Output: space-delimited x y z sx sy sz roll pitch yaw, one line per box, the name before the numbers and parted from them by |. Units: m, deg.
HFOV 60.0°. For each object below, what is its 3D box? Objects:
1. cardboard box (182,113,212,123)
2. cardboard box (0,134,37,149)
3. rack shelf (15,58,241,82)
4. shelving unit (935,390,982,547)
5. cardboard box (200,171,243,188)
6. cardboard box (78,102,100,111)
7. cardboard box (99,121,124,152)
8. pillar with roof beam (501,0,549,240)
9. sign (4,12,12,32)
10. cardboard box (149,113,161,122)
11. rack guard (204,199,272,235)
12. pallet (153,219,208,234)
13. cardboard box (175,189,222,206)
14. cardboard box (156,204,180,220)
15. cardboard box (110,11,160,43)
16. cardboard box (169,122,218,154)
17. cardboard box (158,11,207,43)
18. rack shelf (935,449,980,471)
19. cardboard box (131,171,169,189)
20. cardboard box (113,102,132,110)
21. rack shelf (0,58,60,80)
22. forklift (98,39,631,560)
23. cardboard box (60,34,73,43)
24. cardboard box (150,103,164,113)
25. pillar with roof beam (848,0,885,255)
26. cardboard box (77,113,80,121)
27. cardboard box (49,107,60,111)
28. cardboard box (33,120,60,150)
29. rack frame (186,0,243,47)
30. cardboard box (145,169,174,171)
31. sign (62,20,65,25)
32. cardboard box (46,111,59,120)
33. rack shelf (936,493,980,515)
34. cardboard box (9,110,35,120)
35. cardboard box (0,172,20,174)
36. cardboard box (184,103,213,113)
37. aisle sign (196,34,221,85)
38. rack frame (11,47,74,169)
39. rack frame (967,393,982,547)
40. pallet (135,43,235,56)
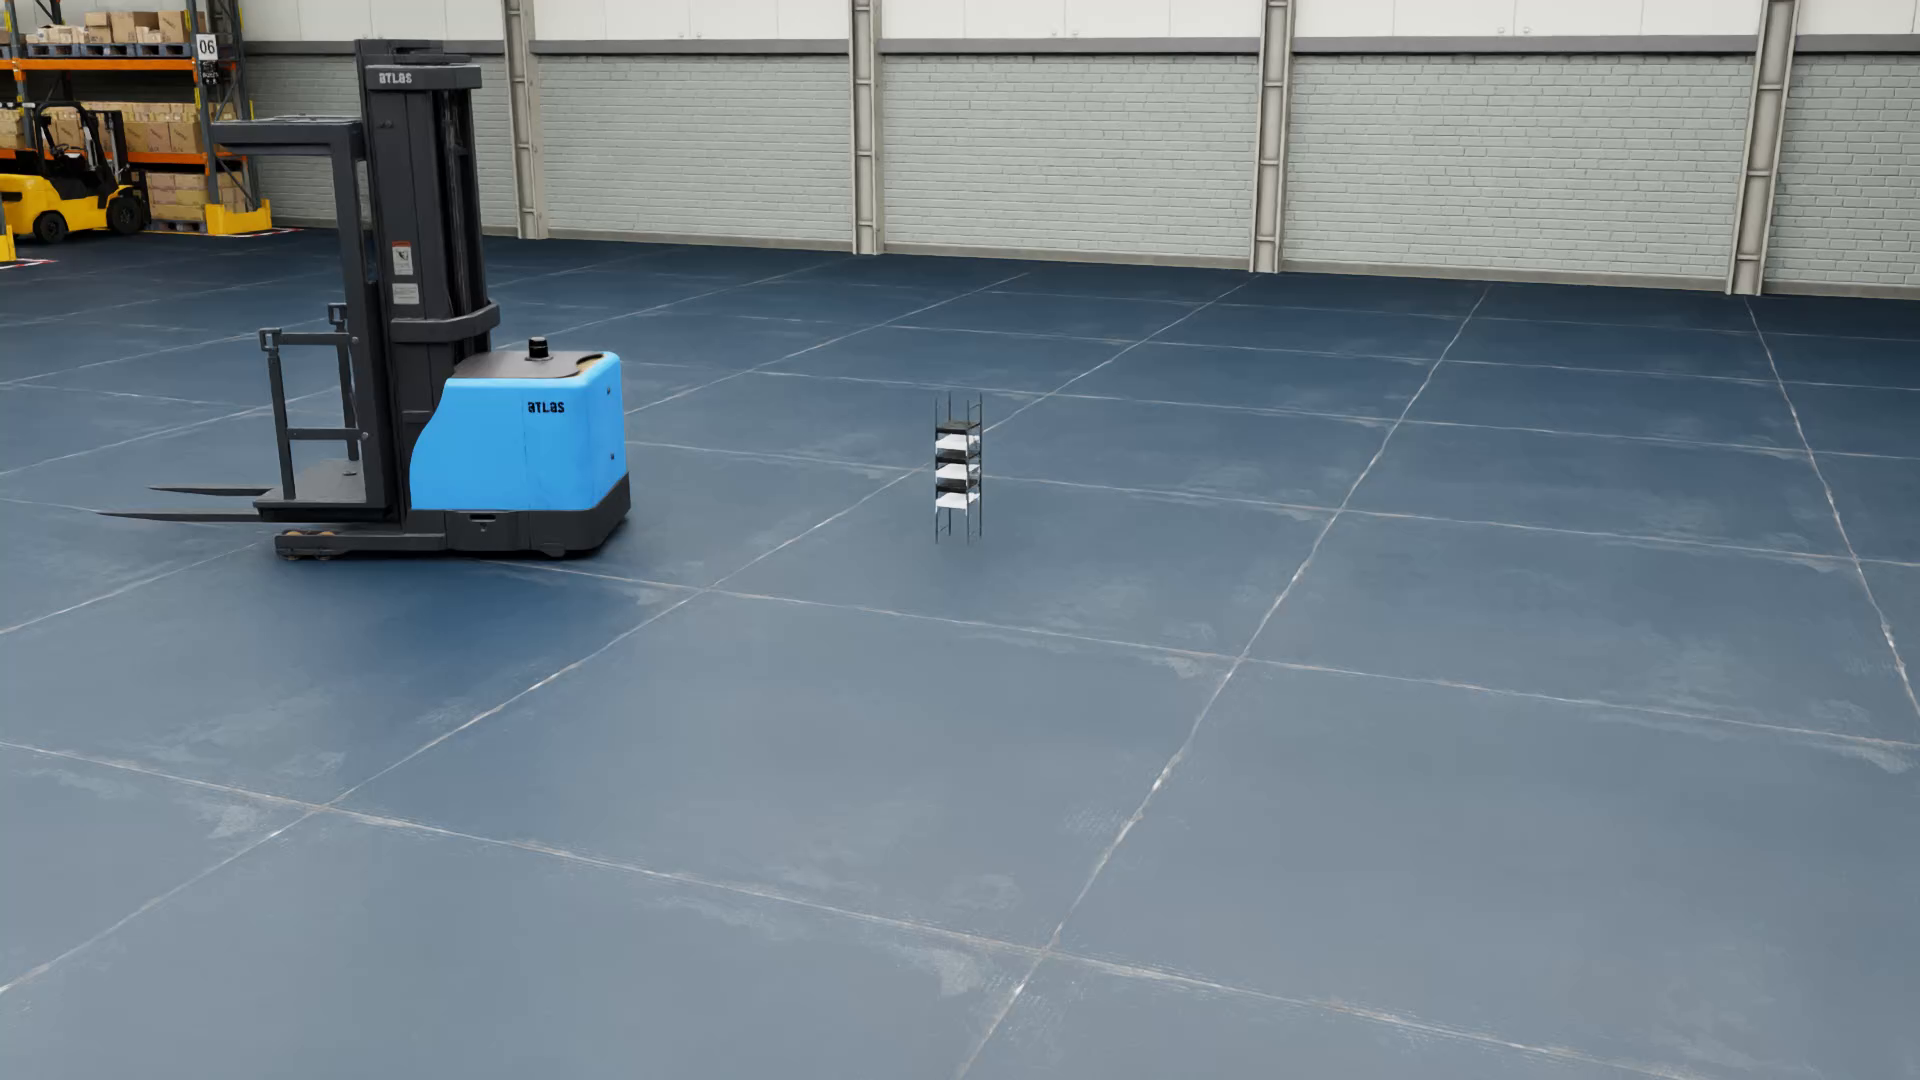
cardboard box | -12.644 -6.998 27.555 0.250 0.149 0.380 7 17 21
cardboard box | -16.504 -6.996 29.162 0.500 0.250 0.500 7 17 22
rack shelf | -14.079 -7.975 28.174 4.000 0.370 1.077 6 17 21
shelving unit | -0.008 -0.433 10.051 0.210 0.900 0.258 6 17 21
cardboard box | -12.596 -6.135 28.311 0.500 0.250 0.500 6 17 20
cardboard box | -14.782 -7.378 28.331 0.250 0.149 0.380 6 17 20
cardboard box | -14.200 -6.862 28.251 0.500 0.500 0.500 6 17 21
pillar with roof beam | -8.534 -8.131 22.041 0.400 9.000 9.100 6 17 21
sign | -16.130 -8.783 28.174 0.005 0.325 0.100 6 17 21
cardboard box | -13.338 -7.087 27.862 0.250 0.149 0.380 6 17 20
rack guard | -12.196 -5.472 28.127 0.348 0.500 1.175 6 17 21
pallet | -12.945 -5.404 28.408 1.213 0.211 1.003 6 17 21
cardboard box | -12.786 -5.765 27.935 0.500 0.250 0.500 6 17 20
cardboard box | -13.231 -5.576 28.179 0.500 0.250 0.500 6 17 21
cardboard box | -13.636 -8.526 27.671 0.500 0.500 0.700 6 17 21
cardboard box | -12.773 -6.706 27.712 0.500 0.500 0.500 6 17 19
cardboard box | -12.720 -8.396 27.221 0.500 0.500 0.500 7 18 22
rack shelf | -0.008 -0.487 10.035 0.200 0.077 0.258 6 17 21
cardboard box | -13.712 -6.103 28.200 0.500 0.250 0.500 7 17 21
cardboard box | -14.058 -7.315 28.115 0.250 0.149 0.380 7 17 21
rack shelf | -17.800 -8.384 29.584 4.000 0.370 1.077 6 17 21
forklift | -3.629 -1.435 9.860 3.031 2.935 1.130 0 16 1
cardboard box | -14.919 -8.451 28.041 0.250 0.149 0.380 7 18 22
cardboard box | -13.328 -7.241 27.861 0.250 0.149 0.380 6 17 21
pillar with roof beam | -2.952 -7.517 19.927 0.400 9.000 9.100 6 17 21
cardboard box | -14.800 -7.226 28.341 0.250 0.149 0.380 6 17 20
cardboard box | -15.469 -7.479 28.678 0.250 0.149 0.380 7 17 21
cardboard box | -15.623 -7.019 28.793 0.500 0.500 0.500 6 17 19
rack frame | -12.219 -9.556 26.951 0.127 3.000 1.000 6 17 21
cardboard box | -13.998 -6.293 28.857 0.500 0.250 0.500 6 17 20
sign | -15.737 -8.955 29.192 0.005 0.325 0.100 6 17 21
cardboard box | -15.498 -7.317 28.655 0.250 0.149 0.380 7 17 22
rack shelf | -0.008 -0.228 10.111 0.200 0.077 0.258 6 17 21
cardboard box | -16.339 -7.421 29.014 0.250 0.149 0.380 7 18 23
cardboard box | -17.148 -6.278 29.923 0.625 0.625 0.875 6 17 20
cardboard box | -12.629 -7.160 27.579 0.250 0.149 0.380 6 17 21
aisle sign | -12.265 -7.841 27.139 0.004 0.787 0.394 6 17 21
rack frame | -15.940 -7.085 29.197 0.127 3.000 1.000 6 17 21
rack frame | 0.087 -0.423 10.015 0.006 0.900 0.240 6 17 21
pallet | -12.867 -8.152 27.654 1.213 0.211 1.003 6 17 21
